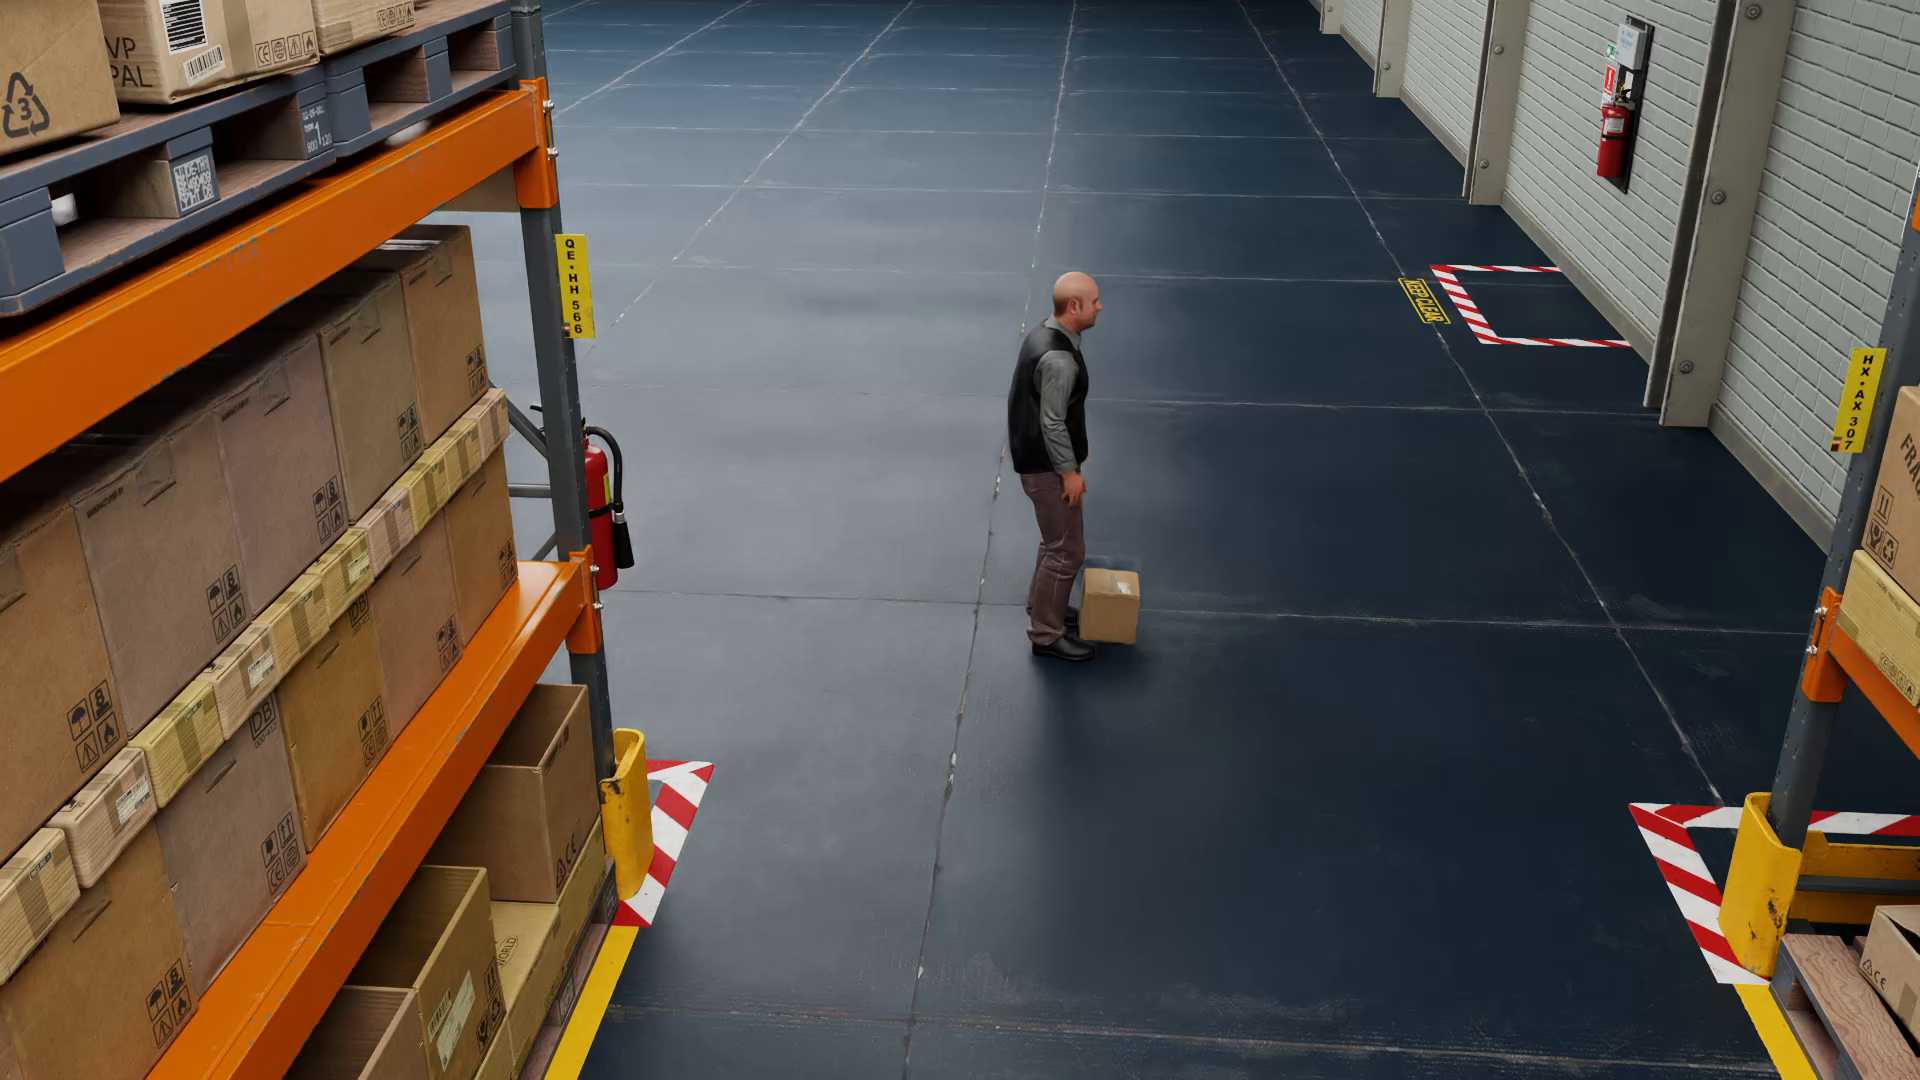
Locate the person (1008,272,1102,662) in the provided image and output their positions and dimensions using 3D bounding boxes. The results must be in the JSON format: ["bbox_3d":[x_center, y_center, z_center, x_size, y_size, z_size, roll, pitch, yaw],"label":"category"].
[{"bbox_3d":[0.418,-0.344,7.392,0.420,1.722,0.569,1,24,2],"label":"person"}]
